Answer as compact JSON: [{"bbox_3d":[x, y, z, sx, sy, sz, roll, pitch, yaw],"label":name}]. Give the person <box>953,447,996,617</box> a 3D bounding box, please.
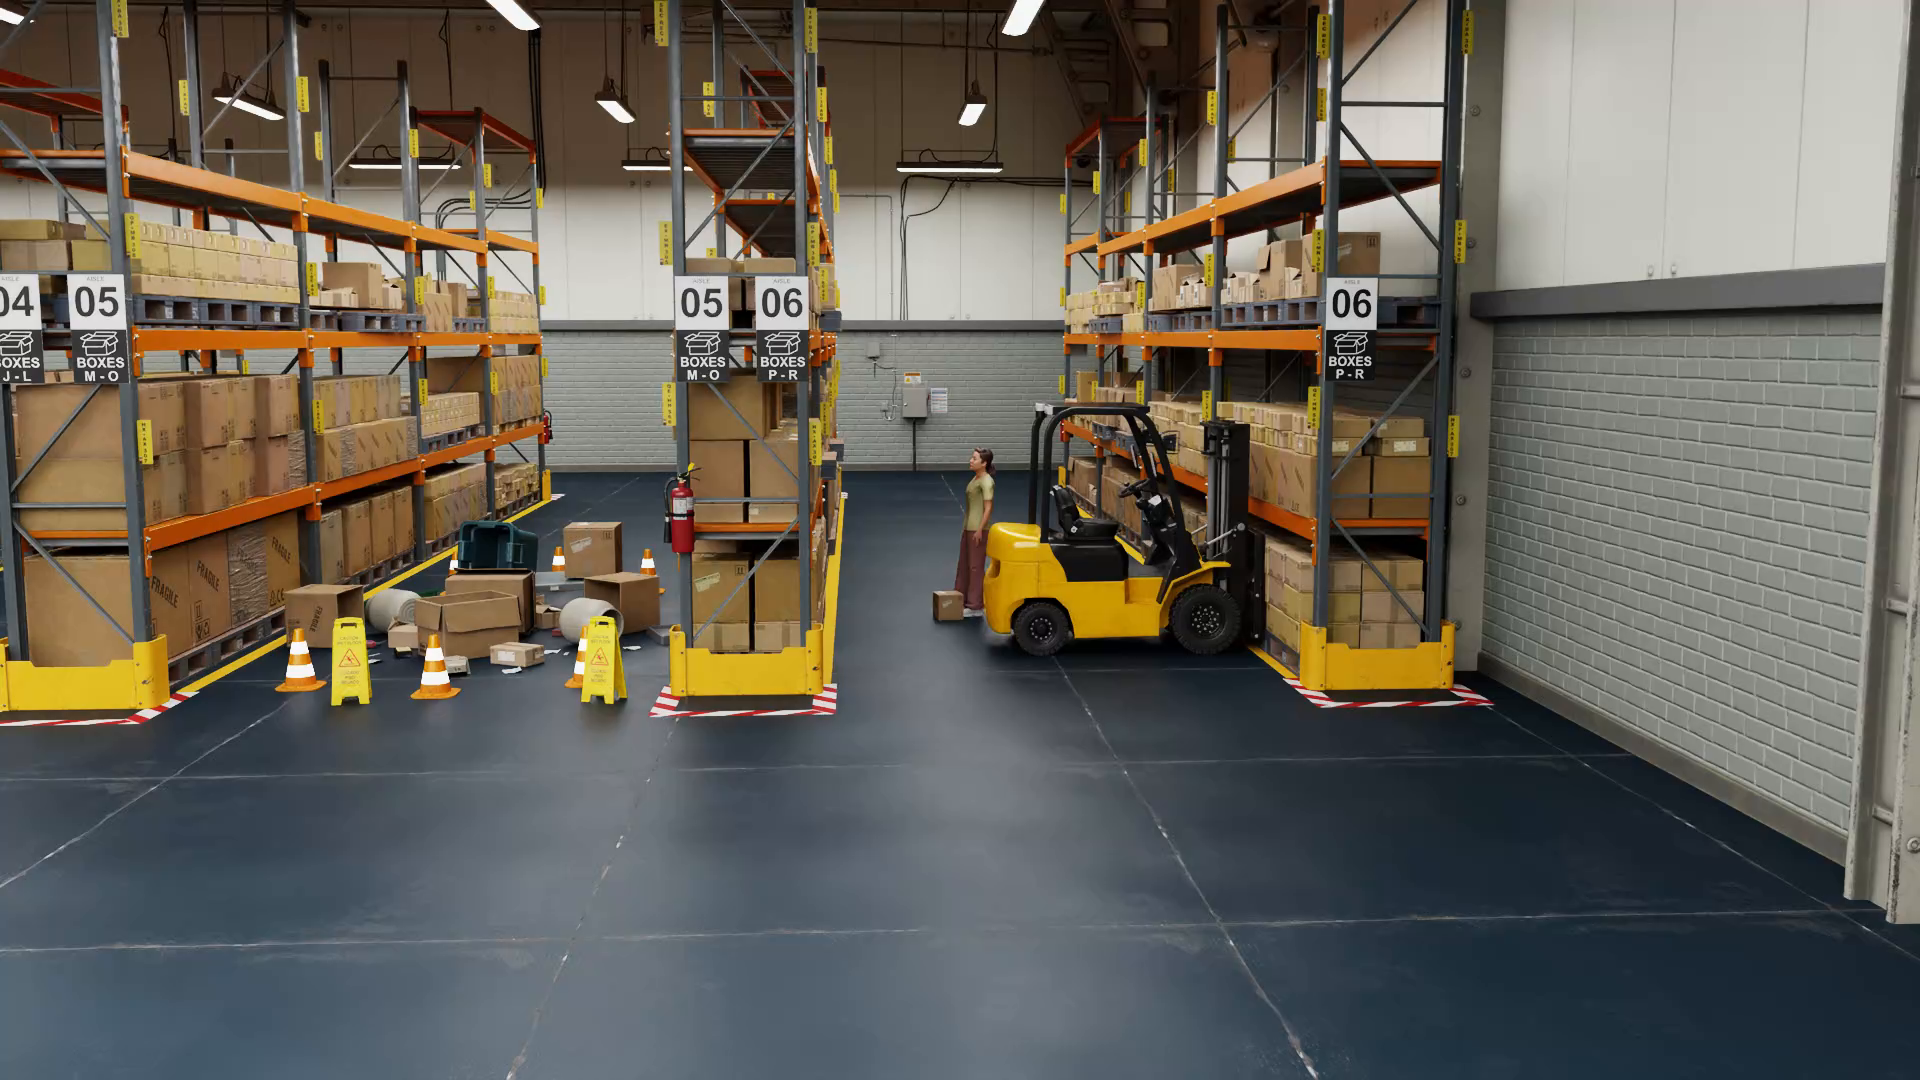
[{"bbox_3d":[0.089,-0.080,16.342,0.549,1.675,0.555,-1,7,-11],"label":"person"}]
